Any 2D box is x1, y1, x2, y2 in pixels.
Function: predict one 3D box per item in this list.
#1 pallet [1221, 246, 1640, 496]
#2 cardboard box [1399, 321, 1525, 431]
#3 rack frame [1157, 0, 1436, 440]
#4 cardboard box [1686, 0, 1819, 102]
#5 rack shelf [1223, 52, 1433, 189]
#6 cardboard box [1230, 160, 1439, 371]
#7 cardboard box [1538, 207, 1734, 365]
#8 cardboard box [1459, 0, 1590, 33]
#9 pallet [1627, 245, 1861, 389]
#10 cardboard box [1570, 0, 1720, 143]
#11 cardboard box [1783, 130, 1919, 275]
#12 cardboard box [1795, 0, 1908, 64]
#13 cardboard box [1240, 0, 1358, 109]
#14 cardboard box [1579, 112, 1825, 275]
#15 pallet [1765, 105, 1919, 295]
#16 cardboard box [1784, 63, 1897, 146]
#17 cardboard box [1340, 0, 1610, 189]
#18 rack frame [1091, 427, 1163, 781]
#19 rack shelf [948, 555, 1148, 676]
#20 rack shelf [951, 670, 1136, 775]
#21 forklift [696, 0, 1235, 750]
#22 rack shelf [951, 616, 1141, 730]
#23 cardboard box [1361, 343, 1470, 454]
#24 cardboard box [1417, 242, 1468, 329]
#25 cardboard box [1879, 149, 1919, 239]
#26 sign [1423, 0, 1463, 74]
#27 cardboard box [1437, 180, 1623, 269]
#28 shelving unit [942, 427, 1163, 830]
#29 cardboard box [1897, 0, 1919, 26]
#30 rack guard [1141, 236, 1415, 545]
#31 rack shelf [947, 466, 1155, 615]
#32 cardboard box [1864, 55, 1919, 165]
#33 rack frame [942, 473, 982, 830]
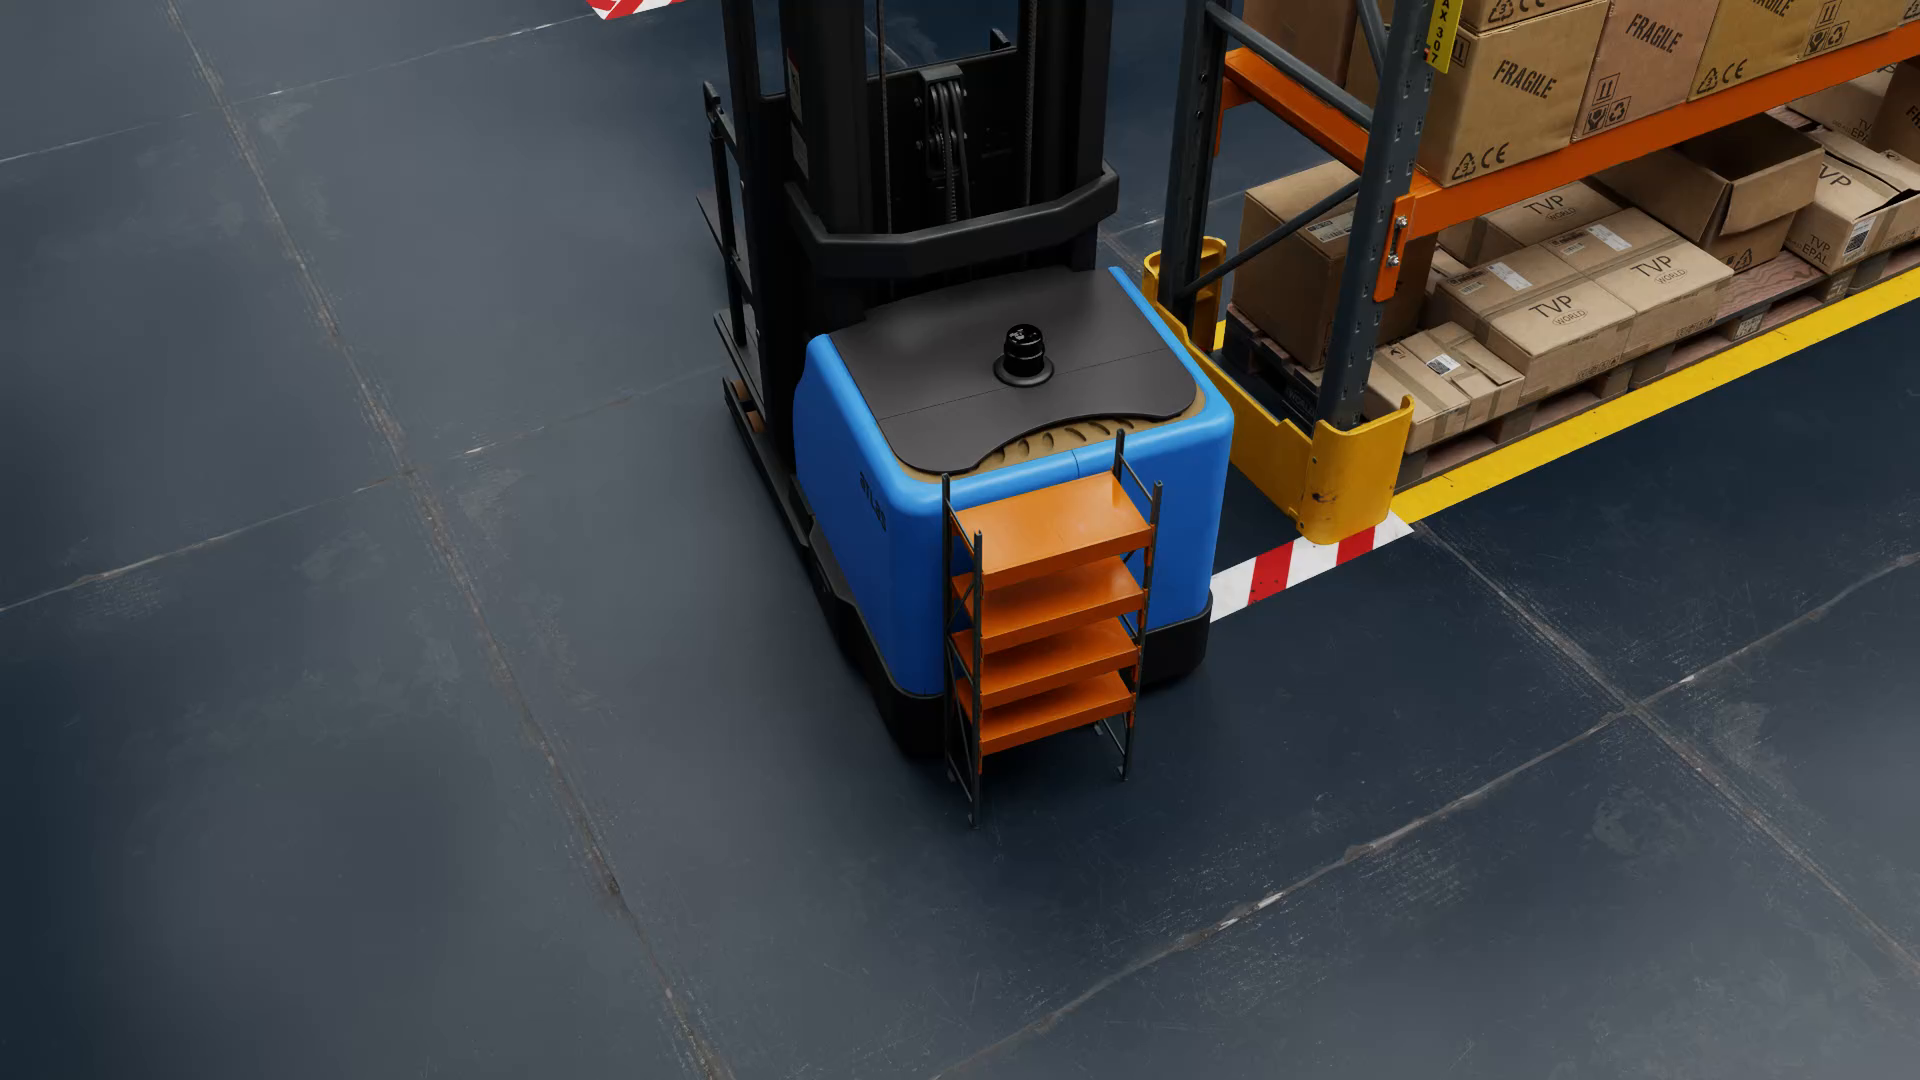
[{"bbox_3d":[1.780,-0.730,6.351,1.213,0.211,1.003,-22,48,-21],"label":"pallet"},{"bbox_3d":[1.775,-0.593,5.926,0.250,0.166,0.380,-22,48,-21],"label":"cardboard box"},{"bbox_3d":[1.024,-1.428,5.067,0.127,3.000,1.000,-22,48,-21],"label":"rack frame"},{"bbox_3d":[2.421,-1.813,5.392,0.500,0.500,0.500,-22,48,-21],"label":"cardboard box"},{"bbox_3d":[2.758,-1.933,5.965,3.809,0.124,0.919,-22,48,-21],"label":"rack shelf"},{"bbox_3d":[1.372,-1.026,6.132,0.500,0.500,0.500,-22,48,-21],"label":"cardboard box"},{"bbox_3d":[2.503,-0.963,6.247,0.500,0.250,0.500,-22,48,-21],"label":"cardboard box"},{"bbox_3d":[1.540,-1.817,4.679,0.500,0.500,0.500,-20,48,-20],"label":"cardboard box"},{"bbox_3d":[2.837,-1.151,6.784,1.213,0.211,1.003,-22,48,-21],"label":"pallet"},{"bbox_3d":[1.984,-1.640,5.215,0.500,0.500,0.500,-22,48,-21],"label":"cardboard box"},{"bbox_3d":[3.489,-1.379,6.632,0.500,0.311,0.500,-22,48,-21],"label":"cardboard box"},{"bbox_3d":[2.855,-1.985,5.570,0.500,0.500,0.500,-21,48,-20],"label":"cardboard box"},{"bbox_3d":[1.276,-1.783,5.362,0.500,0.500,0.500,-20,48,-20],"label":"cardboard box"},{"bbox_3d":[2.865,-1.422,6.539,0.637,0.503,0.797,-22,48,-21],"label":"cardboard box"},{"bbox_3d":[3.896,-1.577,7.223,1.213,0.211,1.003,-22,48,-21],"label":"pallet"},{"bbox_3d":[4.020,-1.993,7.265,0.500,0.311,0.500,-22,48,-21],"label":"cardboard box"},{"bbox_3d":[1.540,-1.458,5.027,0.500,0.500,0.500,-21,48,-20],"label":"cardboard box"},{"bbox_3d":[0.459,0.216,4.666,0.015,1.200,0.240,-15,46,-15],"label":"rack frame"},{"bbox_3d":[0.232,0.166,4.493,0.480,0.148,0.258,-15,46,-15],"label":"rack shelf"},{"bbox_3d":[0.232,0.469,4.787,0.480,0.148,0.258,-15,46,-15],"label":"rack shelf"},{"bbox_3d":[-0.230,-1.461,5.150,1.130,2.935,3.031,-15,46,-15],"label":"forklift"},{"bbox_3d":[0.232,0.327,4.648,0.480,0.148,0.258,-15,46,-15],"label":"rack shelf"},{"bbox_3d":[1.558,-0.500,5.843,0.250,0.149,0.380,-22,48,-21],"label":"cardboard box"},{"bbox_3d":[1.768,-0.992,6.337,0.250,0.166,0.380,-22,48,-21],"label":"cardboard box"},{"bbox_3d":[3.844,-1.415,6.785,0.250,0.149,0.380,-22,48,-21],"label":"cardboard box"},{"bbox_3d":[1.294,-1.411,4.428,0.005,0.325,0.100,-22,48,-21],"label":"sign"},{"bbox_3d":[2.211,-1.248,6.540,0.500,0.250,0.500,-22,48,-21],"label":"cardboard box"},{"bbox_3d":[0.232,0.279,4.601,0.503,1.200,0.258,-15,46,-15],"label":"shelving unit"},{"bbox_3d":[3.296,-2.164,5.754,0.500,0.500,0.500,-21,48,-20],"label":"cardboard box"},{"bbox_3d":[1.089,-0.557,5.965,0.348,0.500,1.175,-22,48,-21],"label":"rack guard"},{"bbox_3d":[0.232,-0.003,4.328,0.480,0.148,0.258,-15,46,-15],"label":"rack shelf"},{"bbox_3d":[4.139,-1.707,6.834,0.500,0.500,0.500,-22,48,-21],"label":"cardboard box"},{"bbox_3d":[0.004,0.341,4.537,0.015,1.200,0.240,-15,46,-15],"label":"rack frame"}]
